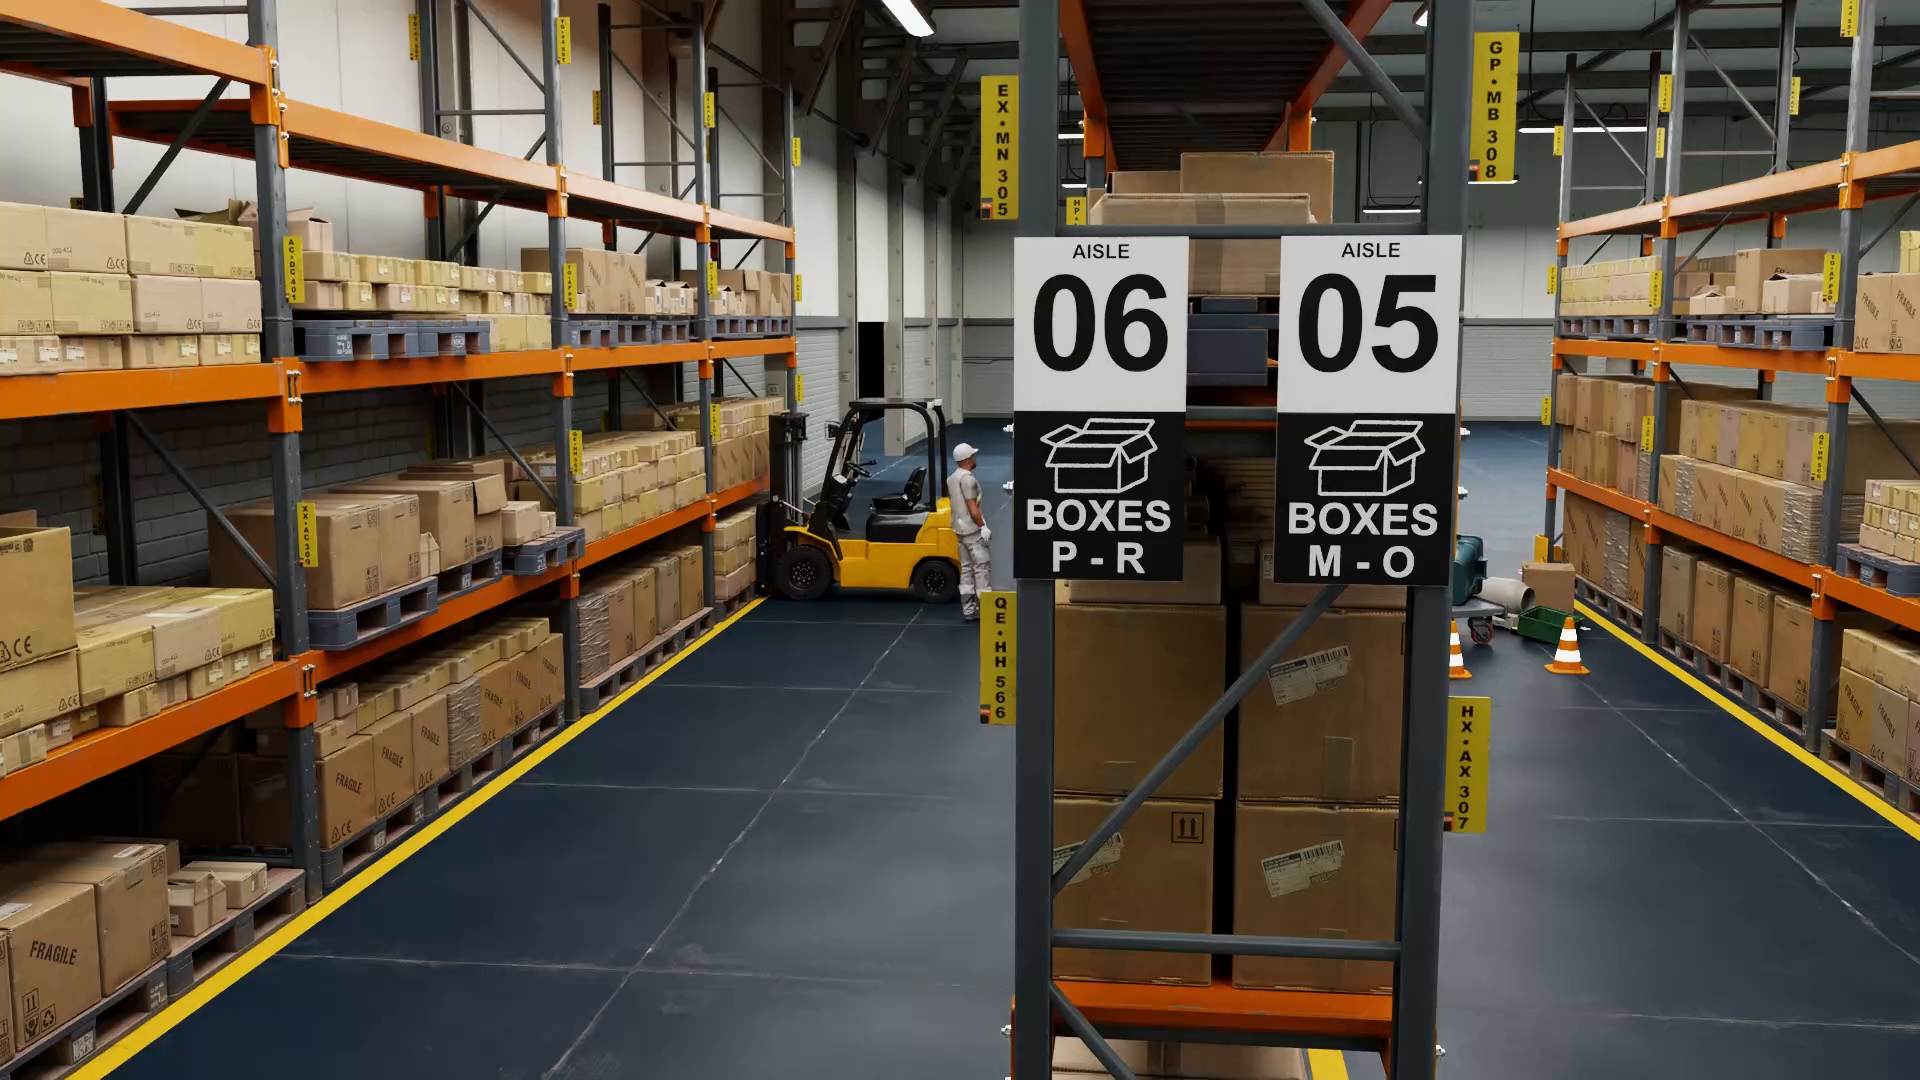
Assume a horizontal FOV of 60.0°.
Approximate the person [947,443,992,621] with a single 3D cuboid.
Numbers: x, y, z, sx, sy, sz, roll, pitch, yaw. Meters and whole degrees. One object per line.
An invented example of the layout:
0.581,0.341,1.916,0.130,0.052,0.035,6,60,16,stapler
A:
0.180,-0.081,16.741,0.562,1.790,0.637,-3,8,-23,person
